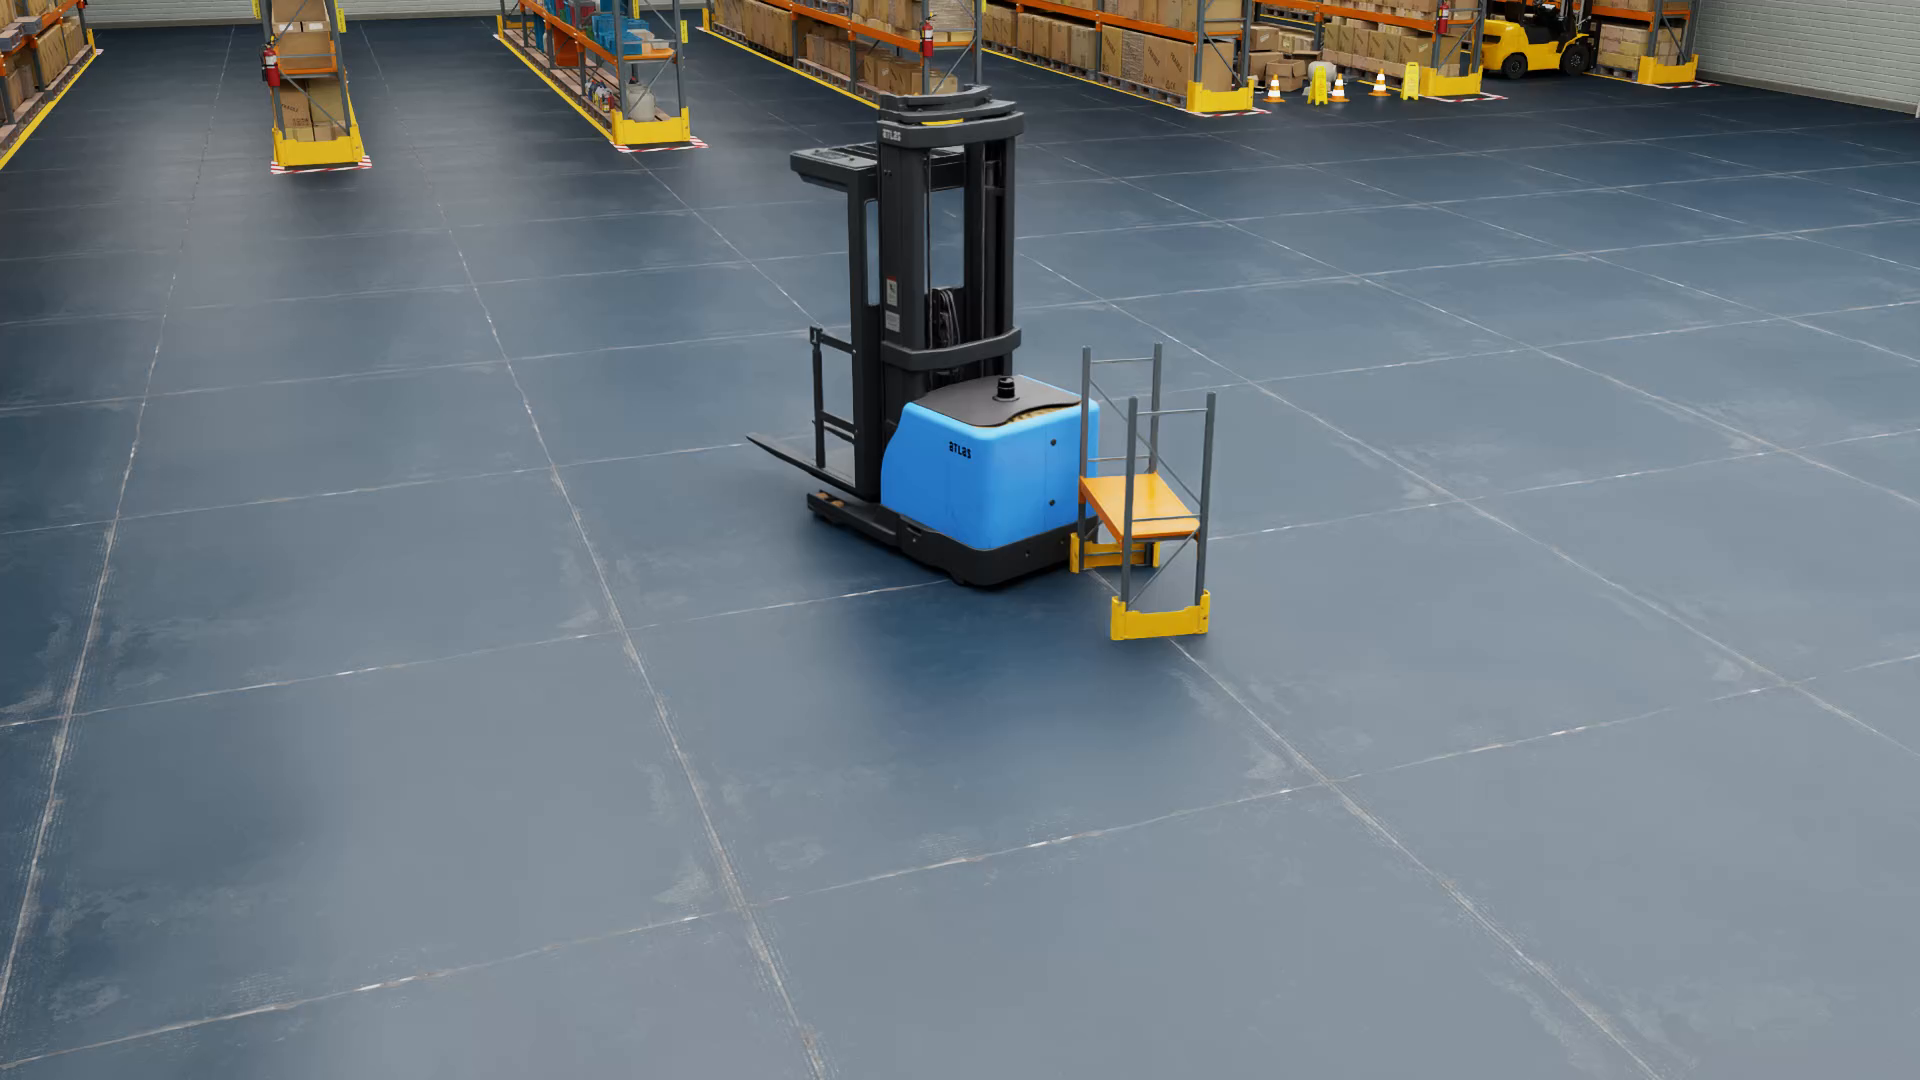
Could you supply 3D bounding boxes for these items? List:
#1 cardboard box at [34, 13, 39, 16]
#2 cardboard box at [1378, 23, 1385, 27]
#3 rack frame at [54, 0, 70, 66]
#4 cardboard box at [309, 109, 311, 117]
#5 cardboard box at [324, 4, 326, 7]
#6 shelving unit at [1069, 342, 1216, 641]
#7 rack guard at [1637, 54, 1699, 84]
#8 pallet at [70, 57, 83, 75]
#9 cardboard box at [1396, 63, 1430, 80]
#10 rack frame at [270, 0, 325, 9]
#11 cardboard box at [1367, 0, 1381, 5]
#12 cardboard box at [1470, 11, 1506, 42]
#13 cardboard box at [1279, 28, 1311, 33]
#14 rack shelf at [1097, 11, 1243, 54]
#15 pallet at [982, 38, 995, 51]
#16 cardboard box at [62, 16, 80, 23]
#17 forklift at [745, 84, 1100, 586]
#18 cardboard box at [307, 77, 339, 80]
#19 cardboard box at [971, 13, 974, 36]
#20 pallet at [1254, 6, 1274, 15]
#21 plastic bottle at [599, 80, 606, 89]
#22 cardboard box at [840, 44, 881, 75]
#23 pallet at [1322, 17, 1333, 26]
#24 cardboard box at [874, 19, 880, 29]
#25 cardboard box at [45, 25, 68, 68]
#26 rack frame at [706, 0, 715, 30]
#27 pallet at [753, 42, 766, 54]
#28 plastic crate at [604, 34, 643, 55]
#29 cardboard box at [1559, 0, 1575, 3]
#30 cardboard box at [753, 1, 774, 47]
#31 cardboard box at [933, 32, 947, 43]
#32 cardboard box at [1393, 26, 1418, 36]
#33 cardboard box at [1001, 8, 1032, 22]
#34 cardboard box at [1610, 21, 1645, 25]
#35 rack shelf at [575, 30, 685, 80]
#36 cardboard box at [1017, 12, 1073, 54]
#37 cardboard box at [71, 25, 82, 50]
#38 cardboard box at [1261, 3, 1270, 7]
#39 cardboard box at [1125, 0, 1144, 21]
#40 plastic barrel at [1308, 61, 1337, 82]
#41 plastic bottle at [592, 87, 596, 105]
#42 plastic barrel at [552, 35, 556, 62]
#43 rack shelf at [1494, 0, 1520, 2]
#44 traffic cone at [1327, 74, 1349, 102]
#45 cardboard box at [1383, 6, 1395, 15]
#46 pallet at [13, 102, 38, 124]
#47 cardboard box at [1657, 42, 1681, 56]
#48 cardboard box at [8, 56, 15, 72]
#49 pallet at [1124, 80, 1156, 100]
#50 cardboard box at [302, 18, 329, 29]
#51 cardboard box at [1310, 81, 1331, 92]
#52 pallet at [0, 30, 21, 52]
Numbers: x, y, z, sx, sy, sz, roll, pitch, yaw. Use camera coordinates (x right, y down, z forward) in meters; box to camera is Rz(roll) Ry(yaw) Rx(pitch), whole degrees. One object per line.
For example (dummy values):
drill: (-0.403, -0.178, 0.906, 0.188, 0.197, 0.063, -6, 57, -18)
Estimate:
cardboard box: (-16.856, -9.415, 30.025, 0.380, 0.149, 0.250, -8, 24, -17)
cardboard box: (8.367, -10.024, 33.205, 0.500, 0.500, 0.500, -8, 24, -18)
rack frame: (-18.274, -10.623, 32.592, 1.000, 3.000, 0.127, -8, 24, -19)
cardboard box: (-10.763, -6.931, 26.833, 0.500, 0.250, 0.500, -8, 24, -19)
cardboard box: (-10.244, -8.393, 26.336, 0.380, 0.149, 0.250, -8, 24, -19)
shelving unit: (1.095, -0.320, 10.078, 0.587, 1.500, 1.083, -4, 23, -10)
rack guard: (13.789, -9.183, 32.395, 1.175, 0.500, 0.348, -8, 24, -19)
pallet: (-18.469, -9.625, 33.815, 1.003, 0.211, 1.213, -8, 24, -19)
cardboard box: (8.593, -8.853, 31.393, 0.500, 0.250, 0.500, -8, 24, -19)
rack frame: (-12.228, -9.851, 30.760, 1.000, 3.000, 0.127, -8, 24, -19)
cardboard box: (8.182, -10.556, 31.920, 0.500, 0.500, 0.500, -8, 24, -18)
cardboard box: (11.906, -11.368, 36.875, 0.875, 0.625, 0.625, -9, 24, -20)
cardboard box: (7.033, -10.801, 35.857, 0.950, 0.372, 0.625, -8, 24, -17)
rack shelf: (3.837, -9.341, 30.476, 1.077, 0.370, 4.000, -8, 24, -19)
pallet: (1.015, -11.294, 37.775, 1.003, 0.211, 1.213, -8, 24, -19)
cardboard box: (-19.130, -11.155, 35.696, 0.380, 0.149, 0.250, -9, 24, -20)
forklift: (-0.413, -1.566, 11.193, 1.130, 2.935, 3.031, -18, 29, -36)
cardboard box: (-9.910, -6.987, 25.999, 0.500, 0.500, 0.500, -8, 24, -19)
cardboard box: (0.505, -11.851, 38.182, 0.500, 0.500, 0.500, -7, 24, -17)
pallet: (8.438, -14.555, 45.512, 1.003, 0.211, 1.213, -8, 24, -19)
plastic bottle: (-6.147, -7.727, 28.566, 0.144, 0.351, 0.185, -8, 24, -19)
cardboard box: (-1.893, -9.208, 31.887, 0.700, 0.500, 0.500, -8, 24, -19)
pallet: (9.864, -13.129, 42.127, 1.003, 0.211, 1.213, -8, 24, -19)
cardboard box: (-1.286, -9.069, 29.229, 0.380, 0.149, 0.250, -8, 24, -19)
cardboard box: (-17.922, -9.608, 32.410, 0.750, 0.750, 0.750, -8, 24, -18)
rack frame: (-5.785, -14.115, 40.878, 1.000, 3.000, 0.127, -8, 24, -19)
pallet: (-4.029, -11.107, 37.331, 1.003, 0.211, 1.213, -8, 24, -19)
plastic crate: (-5.223, -7.694, 25.835, 0.499, 0.251, 0.616, -8, 24, -19)
cardboard box: (12.660, -11.275, 34.011, 0.500, 0.500, 0.500, -9, 24, -20)
cardboard box: (-3.811, -11.322, 36.445, 1.225, 0.875, 0.875, -9, 25, -21)
cardboard box: (-0.426, -8.261, 27.312, 0.380, 0.149, 0.250, -8, 24, -19)
cardboard box: (8.419, -9.612, 31.392, 0.380, 0.149, 0.250, -8, 24, -17)
cardboard box: (1.230, -11.452, 36.271, 0.500, 0.250, 0.500, -9, 24, -20)
cardboard box: (13.442, -10.296, 33.528, 0.500, 0.250, 0.500, -9, 24, -19)
rack shelf: (-5.473, -8.017, 27.336, 1.077, 0.370, 4.000, -8, 24, -19)
cardboard box: (1.848, -10.776, 35.310, 1.050, 0.750, 0.750, -9, 24, -20)
cardboard box: (-19.169, -10.696, 35.442, 0.700, 0.500, 0.500, -8, 24, -19)
cardboard box: (8.522, -14.648, 44.819, 0.700, 0.500, 0.500, -7, 24, -17)
cardboard box: (3.568, -9.927, 30.747, 0.875, 0.550, 0.550, -8, 24, -19)
plastic barrel: (6.992, -9.017, 32.099, 0.512, 0.421, 0.421, 8, 24, 18)
plastic bottle: (-6.196, -7.542, 28.213, 0.061, 0.283, 0.133, -7, 24, -17)
plastic barrel: (-8.064, -9.944, 33.644, 0.421, 0.512, 0.421, 0, 23, 0)
rack shelf: (11.661, -12.192, 37.242, 1.077, 0.370, 4.000, -8, 24, -19)
traffic cone: (6.861, -8.196, 30.100, 0.336, 0.463, 0.334, -8, 24, -19)
cardboard box: (8.289, -10.107, 31.692, 0.380, 0.149, 0.250, -9, 24, -20)
pallet: (-16.159, -7.158, 27.961, 1.003, 0.211, 1.213, -8, 24, -19)
cardboard box: (13.809, -9.700, 32.758, 0.500, 0.250, 0.500, -8, 24, -18)
cardboard box: (-16.415, -8.096, 28.283, 0.500, 0.250, 0.500, -8, 24, -18)
pallet: (3.760, -8.383, 30.868, 1.003, 0.211, 1.213, -8, 24, -19)
cardboard box: (-9.434, -7.557, 24.353, 0.380, 0.149, 0.250, -9, 24, -20)
cardboard box: (6.786, -8.547, 31.336, 0.380, 0.149, 0.250, 4, 23, 9)
pallet: (-15.581, -7.926, 26.439, 1.003, 0.211, 1.213, -8, 24, -19)
